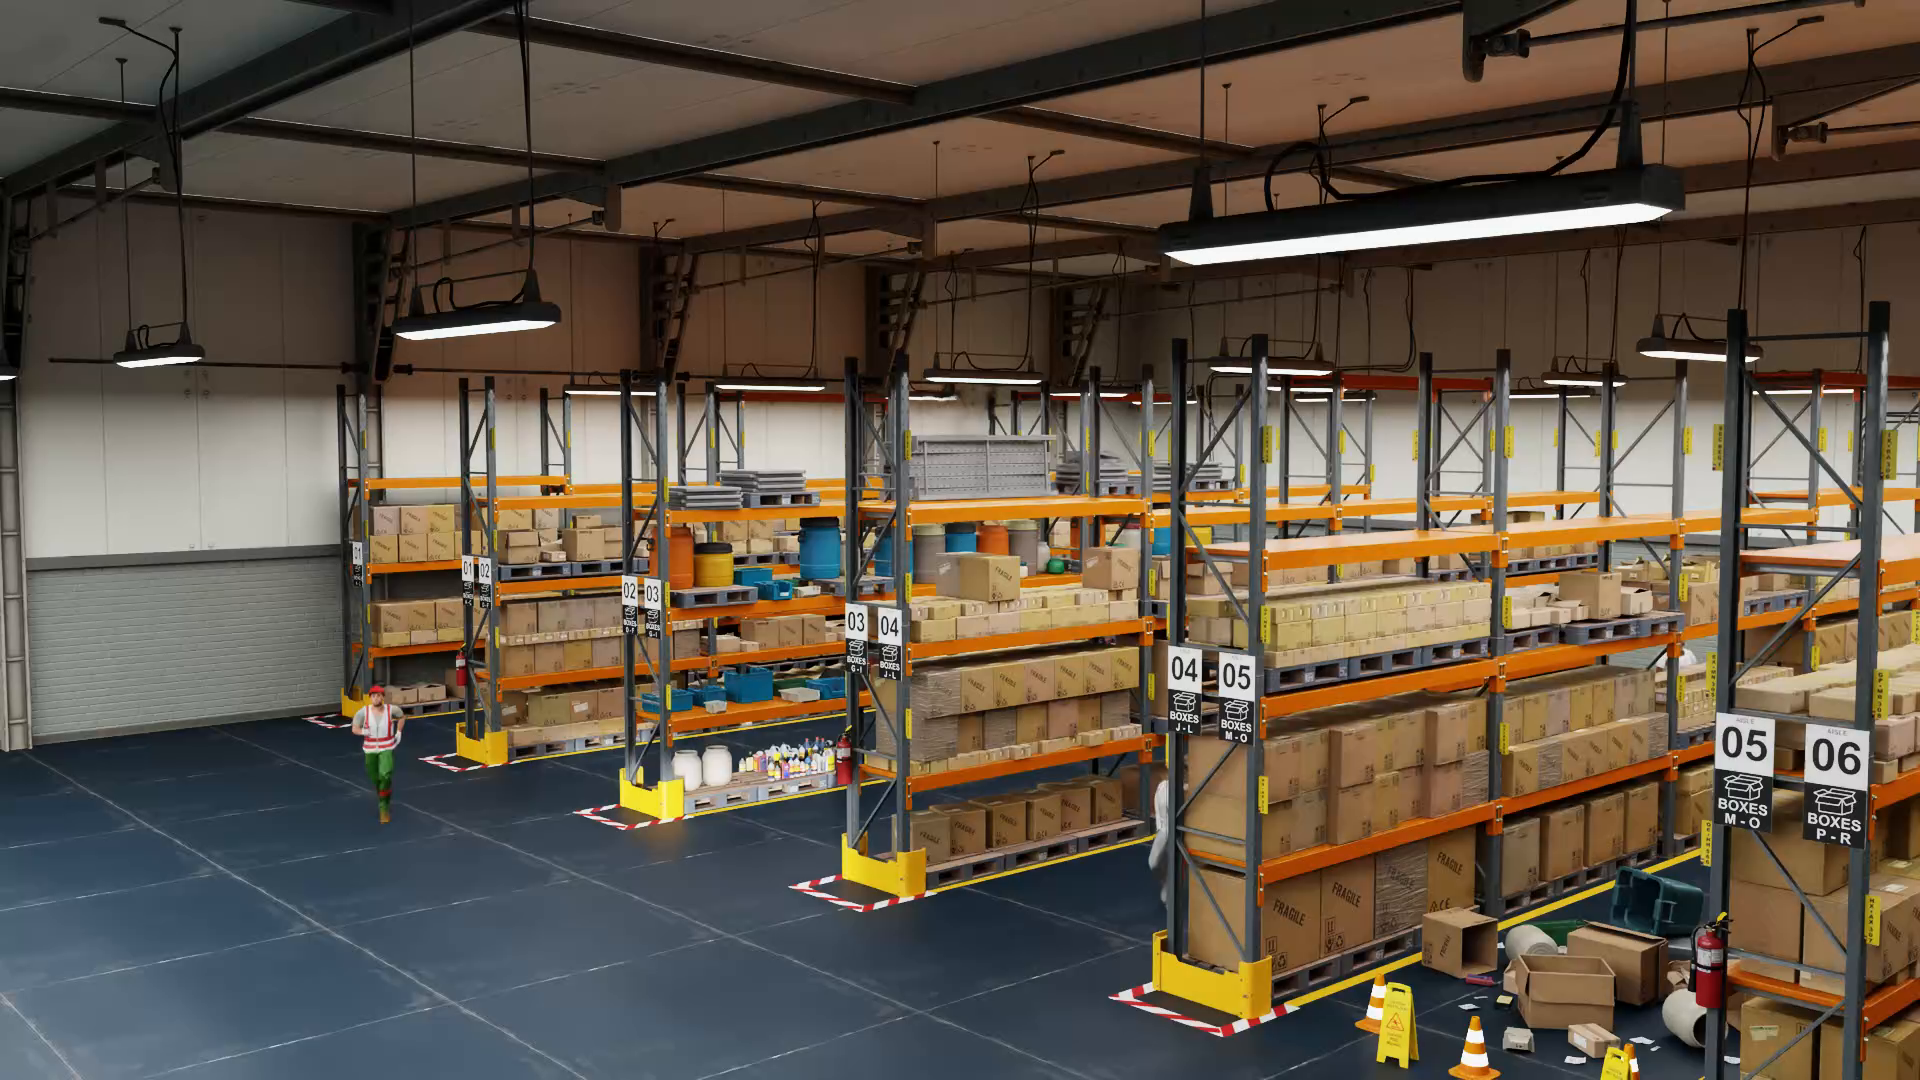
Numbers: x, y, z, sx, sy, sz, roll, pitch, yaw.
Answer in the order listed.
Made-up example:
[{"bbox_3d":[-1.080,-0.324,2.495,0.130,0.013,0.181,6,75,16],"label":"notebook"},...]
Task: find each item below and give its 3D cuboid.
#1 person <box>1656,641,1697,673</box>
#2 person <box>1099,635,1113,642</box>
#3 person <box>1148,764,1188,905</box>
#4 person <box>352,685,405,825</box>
[{"bbox_3d":[12.329,2.459,28.507,0.707,1.684,0.566,0,4,-3],"label":"person"},{"bbox_3d":[2.789,2.023,31.351,0.584,1.625,0.627,-3,5,-42],"label":"person"},{"bbox_3d":[2.286,3.154,17.893,0.613,1.651,0.601,2,4,32],"label":"person"},{"bbox_3d":[-7.750,2.833,22.159,0.627,1.837,0.862,-1,4,-8],"label":"person"}]
